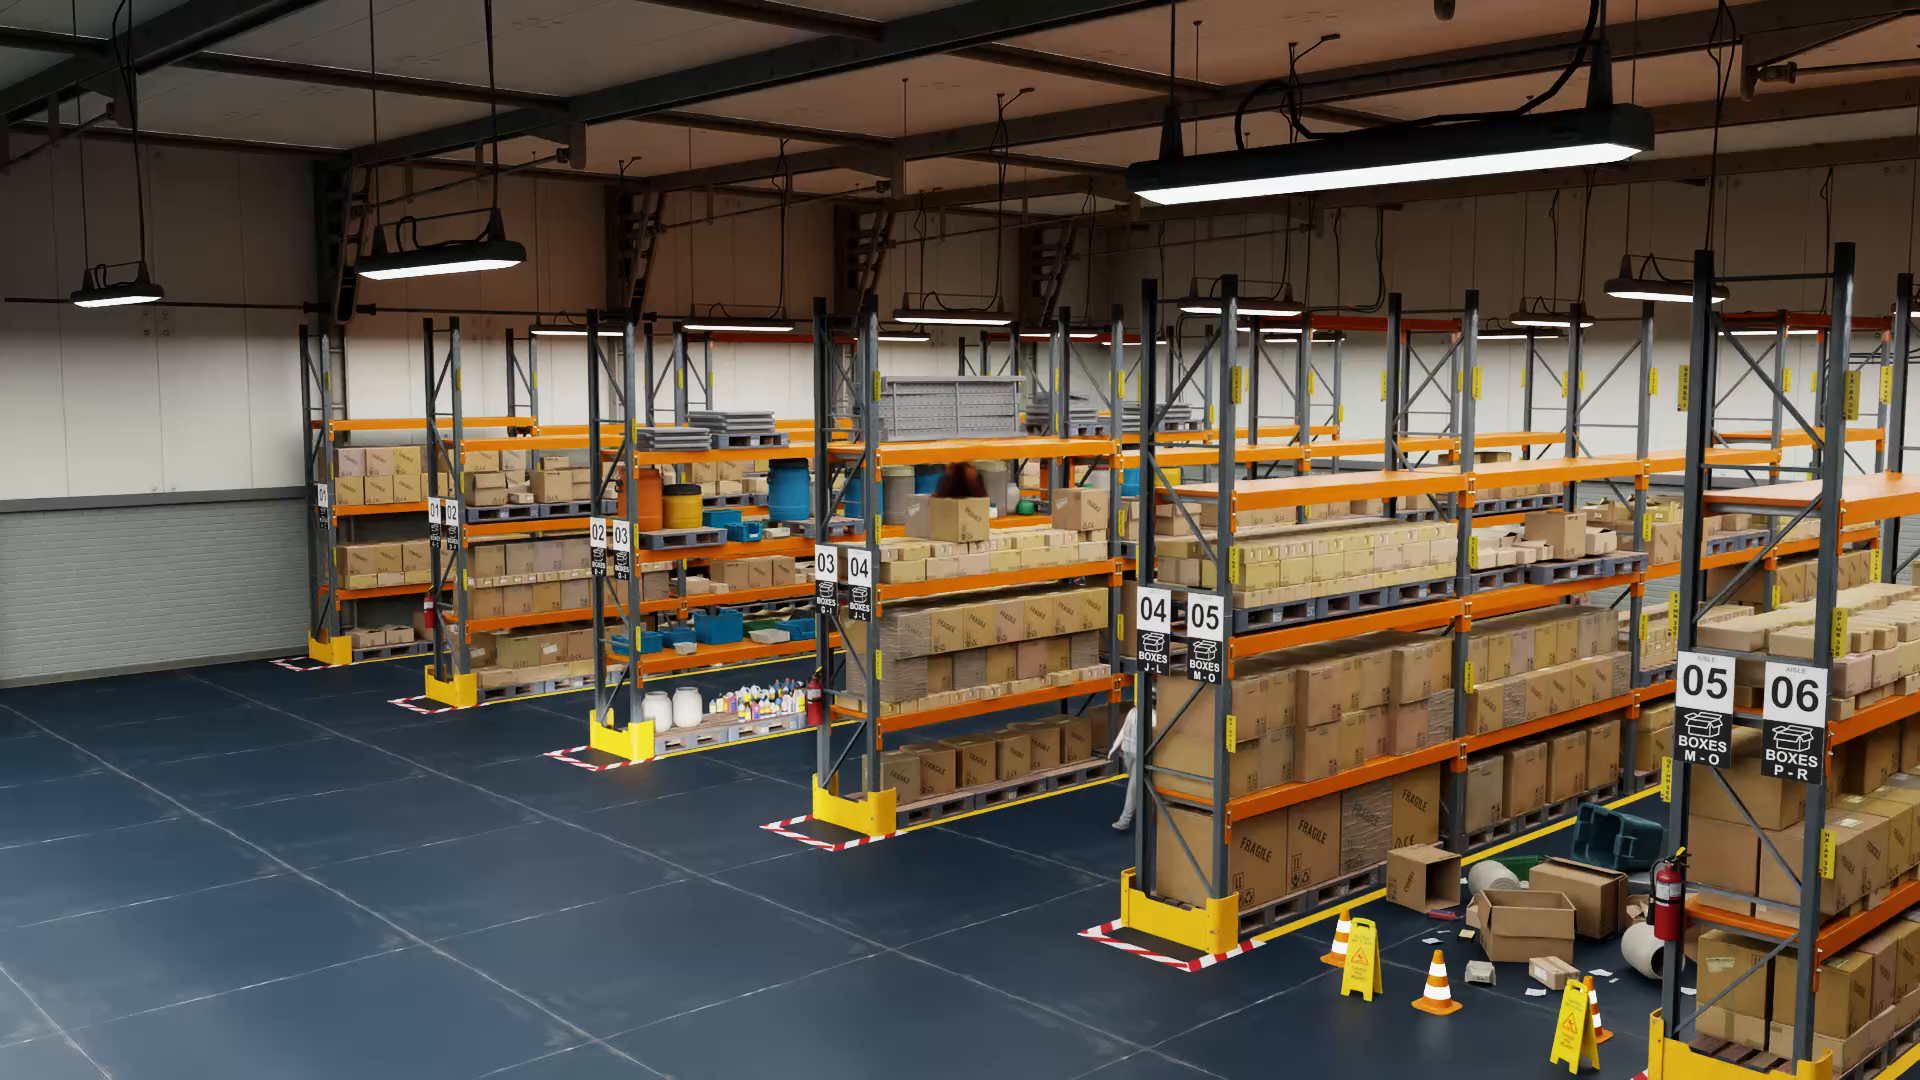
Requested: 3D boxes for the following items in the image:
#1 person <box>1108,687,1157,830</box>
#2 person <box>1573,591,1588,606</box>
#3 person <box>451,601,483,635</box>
[{"bbox_3d":[1.953,2.434,18.942,0.974,1.620,0.554,-5,8,-43],"label":"person"},{"bbox_3d":[11.872,1.088,32.158,0.488,1.634,0.724,-2,6,-23],"label":"person"},{"bbox_3d":[-8.298,1.512,27.925,0.504,1.685,0.563,-1,6,-7],"label":"person"}]
